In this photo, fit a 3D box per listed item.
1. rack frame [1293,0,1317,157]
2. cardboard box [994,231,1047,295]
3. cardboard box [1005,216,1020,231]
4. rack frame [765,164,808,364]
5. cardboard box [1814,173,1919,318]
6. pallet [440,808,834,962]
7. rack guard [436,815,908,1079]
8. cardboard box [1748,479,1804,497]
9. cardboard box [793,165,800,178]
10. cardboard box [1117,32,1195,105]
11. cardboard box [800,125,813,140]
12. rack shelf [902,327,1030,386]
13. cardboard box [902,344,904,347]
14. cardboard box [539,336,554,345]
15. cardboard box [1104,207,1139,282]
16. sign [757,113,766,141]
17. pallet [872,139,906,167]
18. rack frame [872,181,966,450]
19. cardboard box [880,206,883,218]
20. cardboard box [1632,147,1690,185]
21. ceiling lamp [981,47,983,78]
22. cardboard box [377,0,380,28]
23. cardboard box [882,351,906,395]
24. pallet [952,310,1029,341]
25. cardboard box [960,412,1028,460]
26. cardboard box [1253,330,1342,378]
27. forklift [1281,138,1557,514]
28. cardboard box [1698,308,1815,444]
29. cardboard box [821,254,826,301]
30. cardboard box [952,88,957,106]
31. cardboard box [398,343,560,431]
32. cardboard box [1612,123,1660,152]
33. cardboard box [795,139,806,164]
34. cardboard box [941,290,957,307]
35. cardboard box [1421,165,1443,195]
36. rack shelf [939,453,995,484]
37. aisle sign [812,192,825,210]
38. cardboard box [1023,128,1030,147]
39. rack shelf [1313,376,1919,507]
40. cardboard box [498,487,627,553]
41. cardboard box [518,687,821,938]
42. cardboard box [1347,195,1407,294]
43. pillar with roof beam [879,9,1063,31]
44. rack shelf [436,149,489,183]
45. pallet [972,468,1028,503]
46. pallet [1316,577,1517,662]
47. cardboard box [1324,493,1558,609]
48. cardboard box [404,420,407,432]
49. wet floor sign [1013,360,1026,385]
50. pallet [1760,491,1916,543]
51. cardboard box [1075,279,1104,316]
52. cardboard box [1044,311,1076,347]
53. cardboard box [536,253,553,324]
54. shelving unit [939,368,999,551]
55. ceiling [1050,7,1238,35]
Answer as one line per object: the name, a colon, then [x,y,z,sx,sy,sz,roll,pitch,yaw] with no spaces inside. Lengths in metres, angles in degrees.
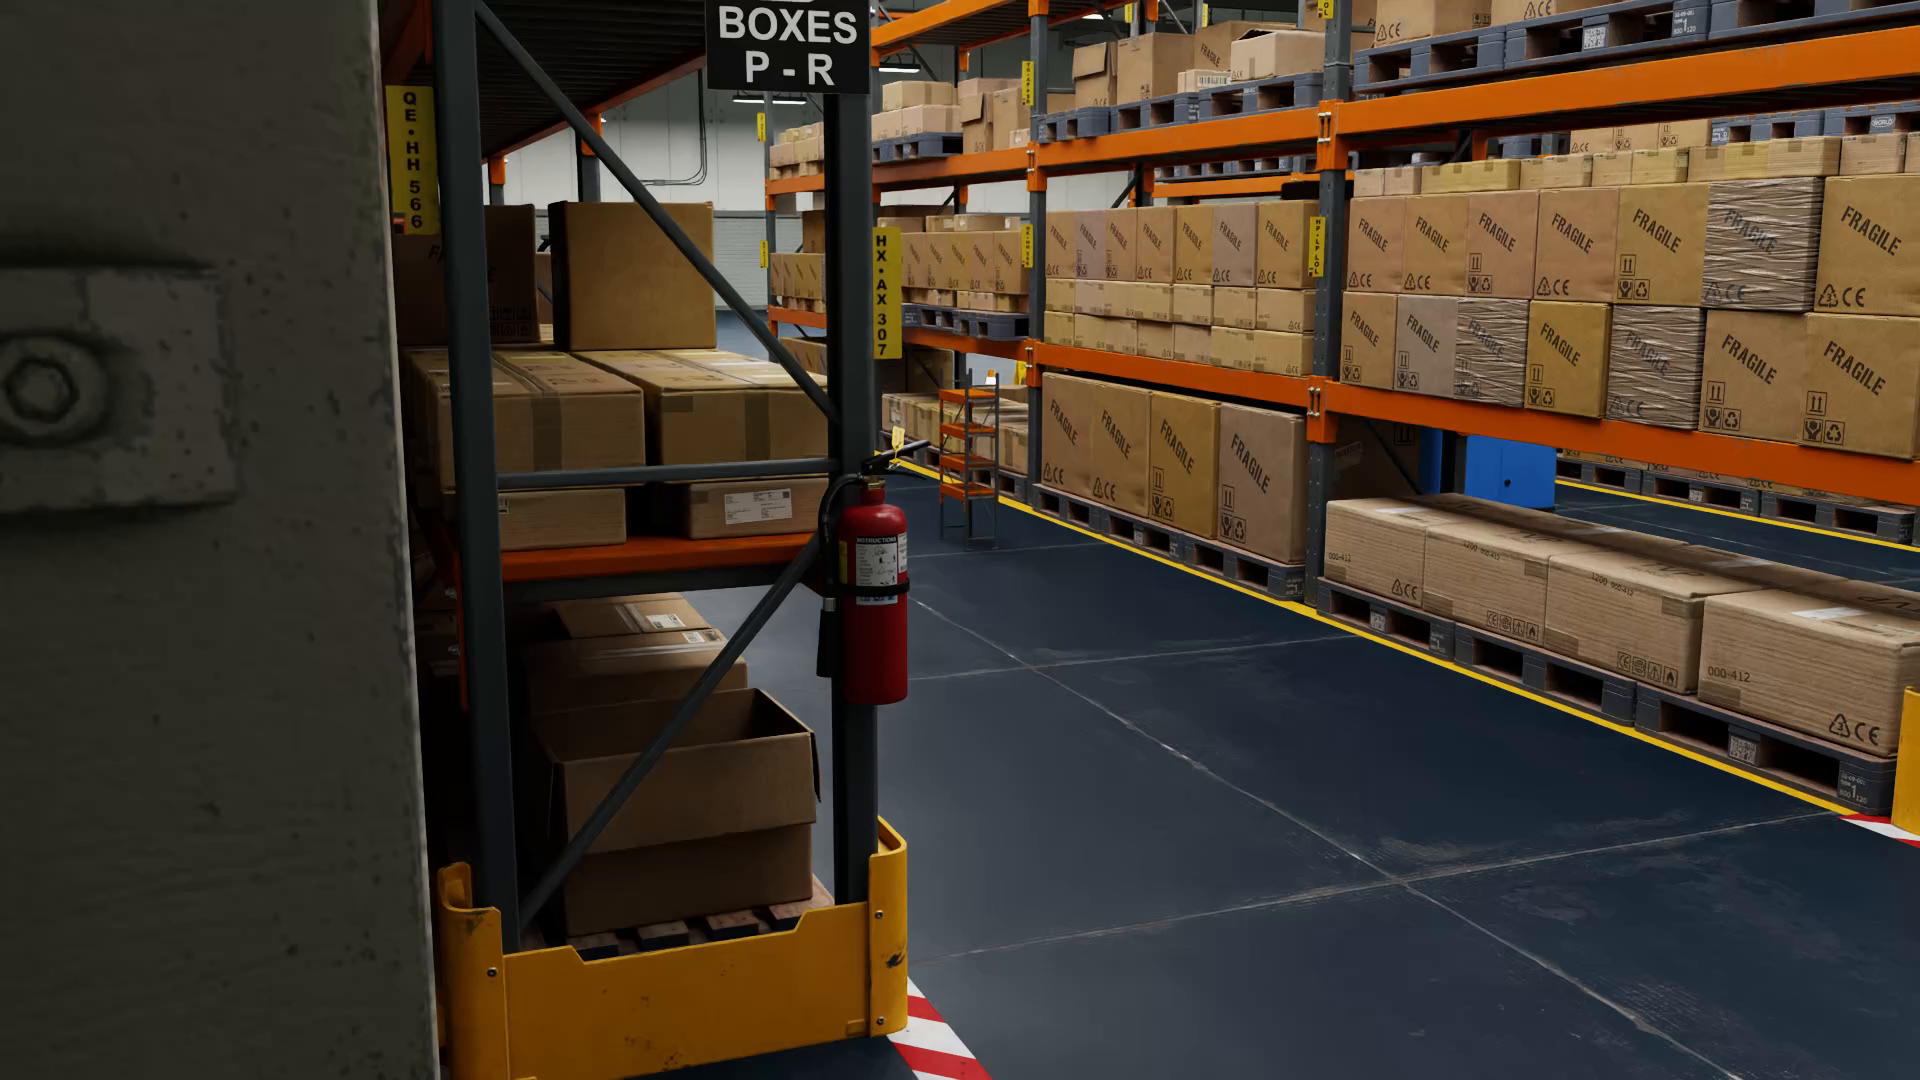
rack frame: [4.154,-5.714,18.153,1.000,3.000,0.127,-4,11,-21]
cardboard box: [0.602,-2.236,13.395,0.500,0.500,0.500,-4,11,-23]
cardboard box: [0.338,-2.935,15.477,0.380,0.149,0.250,-4,11,-23]
rack frame: [-1.873,-3.082,20.490,1.000,3.000,0.127,-4,11,-21]
cardboard box: [3.529,-1.076,6.069,0.500,0.500,0.500,-4,11,-19]
pallet: [-1.017,1.075,5.079,1.003,0.211,1.213,-4,11,-21]
rack guard: [-0.727,1.063,4.322,1.175,0.500,0.348,-4,11,-21]
cardboard box: [6.364,-0.619,12.580,0.500,0.500,0.500,-4,11,-22]
cardboard box: [-1.700,-4.239,19.146,0.380,0.149,0.250,-4,11,-21]
cardboard box: [1.562,-3.360,12.000,0.700,0.500,0.500,-4,11,-24]
cardboard box: [-1.576,-4.544,18.585,0.380,0.149,0.250,-4,11,-19]
rack shelf: [0.301,-1.749,15.047,1.077,0.370,4.000,-4,11,-21]
cardboard box: [-0.563,-2.193,18.146,0.380,0.149,0.250,-3,11,-19]
cardboard box: [-1.374,-0.650,6.394,0.500,0.250,0.500,-4,11,-21]
cardboard box: [1.339,-2.056,11.581,0.500,0.500,0.500,-4,11,-19]
sign: [-2.379,-4.955,19.957,0.100,0.325,0.005,-4,11,-21]
pallet: [-0.299,-3.706,15.969,1.213,0.211,1.003,-4,11,-21]
rack frame: [-0.423,-2.430,16.820,1.000,3.000,0.127,-4,11,-21]
cardboard box: [-0.545,-3.288,17.655,0.700,0.500,0.500,-4,11,-21]
cardboard box: [3.095,-1.582,7.064,0.380,0.149,0.250,-4,11,-19]
ceiling lamp: [1.338,-13.908,47.552,2.000,3.185,0.800,-4,11,-21]
cardboard box: [-1.962,-1.920,6.105,0.380,0.149,0.250,-4,11,-22]
cardboard box: [-0.888,-1.731,17.405,0.500,0.500,0.500,-4,11,-22]
pallet: [0.669,-1.792,13.782,1.213,0.211,1.003,-4,11,-21]
cardboard box: [0.556,-0.902,14.539,0.950,0.372,0.625,-4,11,-22]
cardboard box: [2.078,-1.107,9.813,0.500,0.250,0.500,-4,11,-22]
forklift: [3.023,-1.574,12.206,1.130,2.935,3.031,-4,11,-21]
cardboard box: [3.336,-0.665,6.613,0.500,0.500,0.500,-4,11,-22]
cardboard box: [-1.201,-2.850,18.048,0.500,0.500,0.500,-4,11,-19]
cardboard box: [-0.095,-4.199,16.003,0.500,0.250,0.500,-4,11,-20]
cardboard box: [-1.664,-0.537,5.758,0.500,0.250,0.500,-4,11,-21]
cardboard box: [5.750,-3.442,13.661,0.500,0.500,0.500,-4,11,-21]
cardboard box: [-1.555,-4.367,18.727,0.500,0.250,0.500,-4,11,-19]
cardboard box: [0.053,-2.146,14.745,0.380,0.149,0.250,-4,11,-23]
cardboard box: [2.588,-1.837,8.494,0.380,0.149,0.250,-4,11,-22]
rack shelf: [0.060,-0.497,11.481,0.258,0.148,0.480,-4,11,-21]
aisle sign: [-1.625,-4.391,20.423,0.394,0.787,0.004,-4,11,-21]
cardboard box: [0.716,-3.168,13.122,0.380,0.149,0.250,-4,11,-21]
rack shelf: [3.200,-0.443,7.706,1.077,0.370,4.000,-4,11,-21]
cardboard box: [-1.070,-0.069,4.264,0.380,0.149,0.250,-4,11,-22]
cardboard box: [-0.833,0.761,4.811,0.797,0.503,0.637,-4,11,-23]
cardboard box: [2.422,-1.572,8.859,0.500,0.500,0.500,-4,11,-21]
pillar with roof beam: [-0.064,-15.948,50.846,6.894,0.400,0.400,-4,11,-21]
rack shelf: [-4.324,-2.910,13.010,1.077,0.370,4.000,-4,11,-21]
pallet: [0.744,-0.531,14.111,1.003,0.211,1.213,-4,11,-21]
pallet: [2.678,0.378,8.997,1.003,0.211,1.213,-4,11,-21]
cardboard box: [2.603,0.040,9.052,0.875,0.438,0.875,-4,11,-22]
cardboard box: [-2.008,-0.485,6.607,0.380,0.149,0.250,-4,11,-19]
wet floor sign: [0.848,-2.133,21.875,0.267,0.644,0.232,-6,12,-31]
pallet: [6.769,-0.208,12.295,1.003,0.211,1.213,-4,11,-21]
cardboard box: [1.166,-1.766,12.091,0.500,0.250,0.500,-4,11,-20]
cardboard box: [0.969,-1.607,12.623,0.500,0.250,0.500,-4,11,-22]
cardboard box: [-2.116,-1.157,8.182,0.700,0.500,0.500,-4,11,-19]
shelving unit: [0.060,-0.564,11.469,0.258,1.200,0.503,-4,11,-21]
ceiling: [4.709,-16.418,52.636,6.000,0.001,6.000,-4,11,-21]
